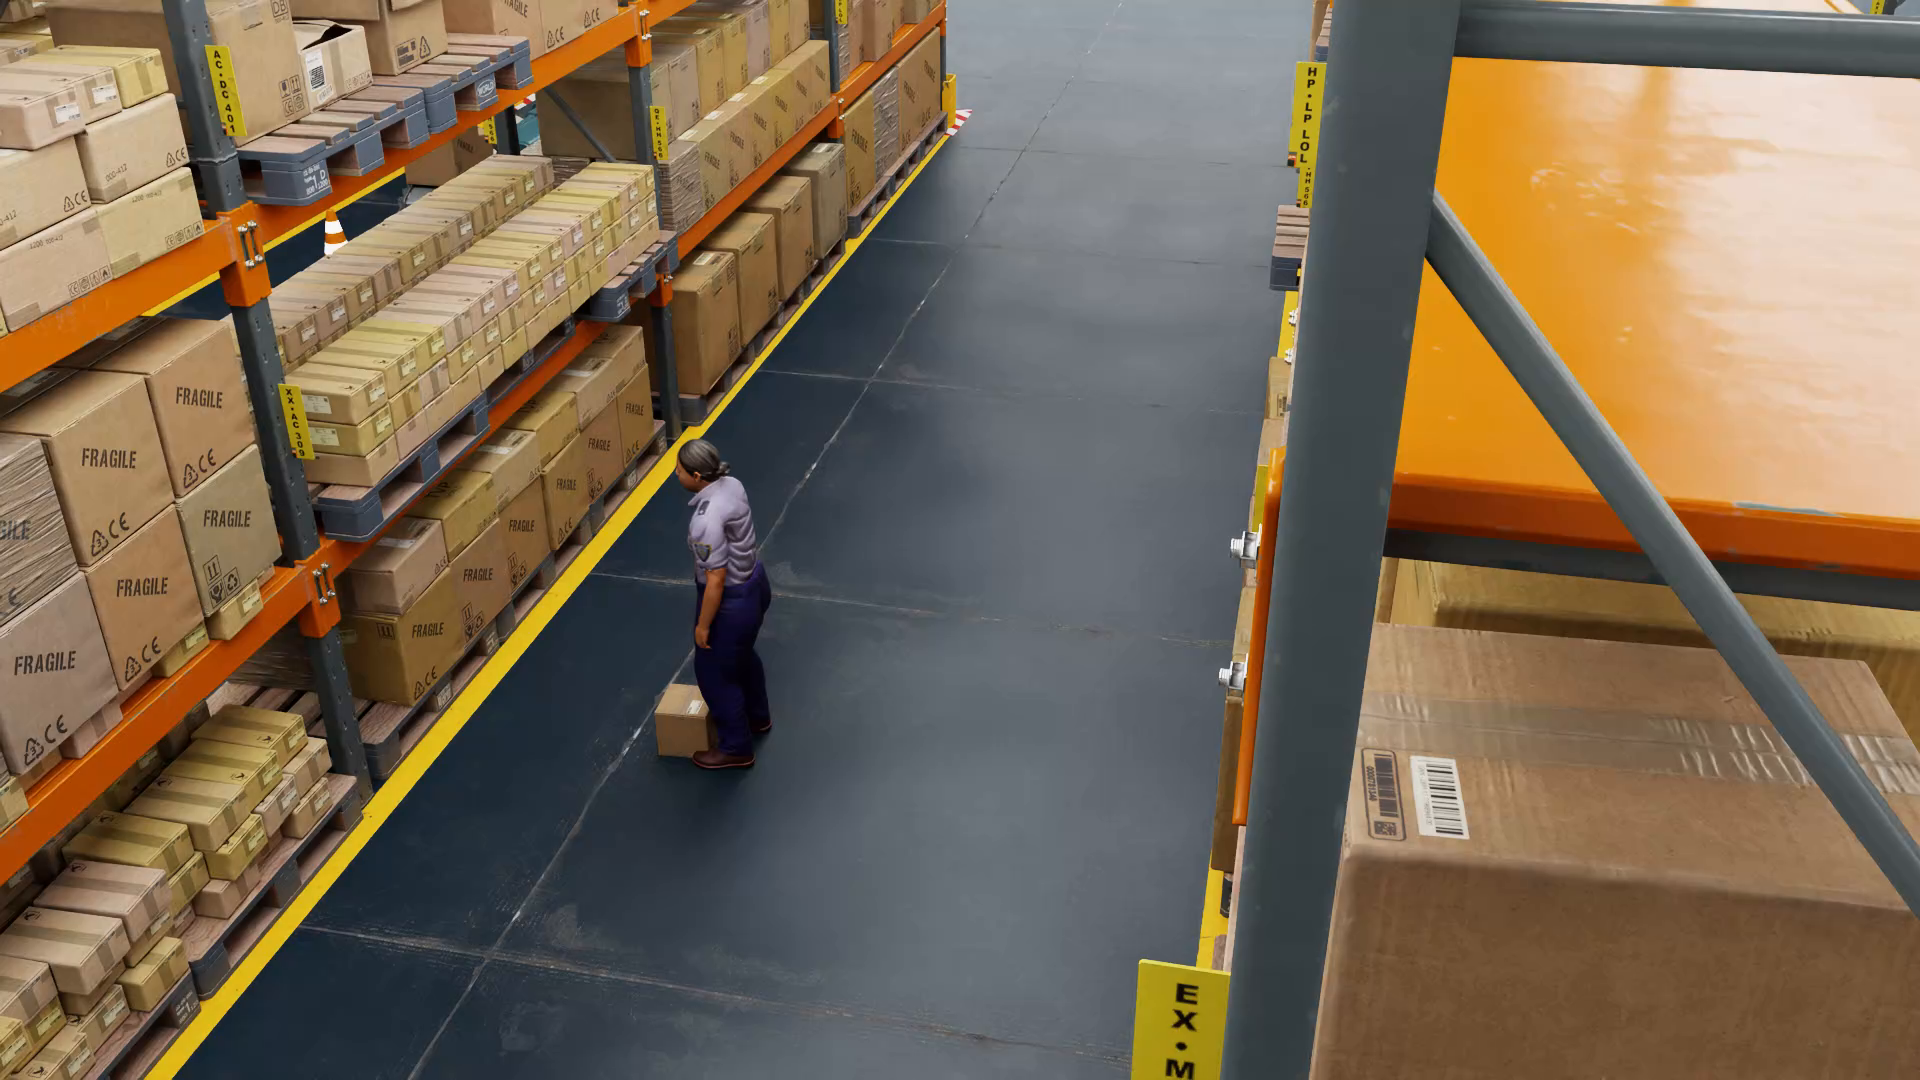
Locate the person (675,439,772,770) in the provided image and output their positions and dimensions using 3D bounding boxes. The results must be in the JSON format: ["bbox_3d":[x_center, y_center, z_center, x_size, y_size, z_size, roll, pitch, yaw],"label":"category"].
[{"bbox_3d":[-1.069,0.279,7.628,0.366,1.652,0.557,5,29,9],"label":"person"}]
